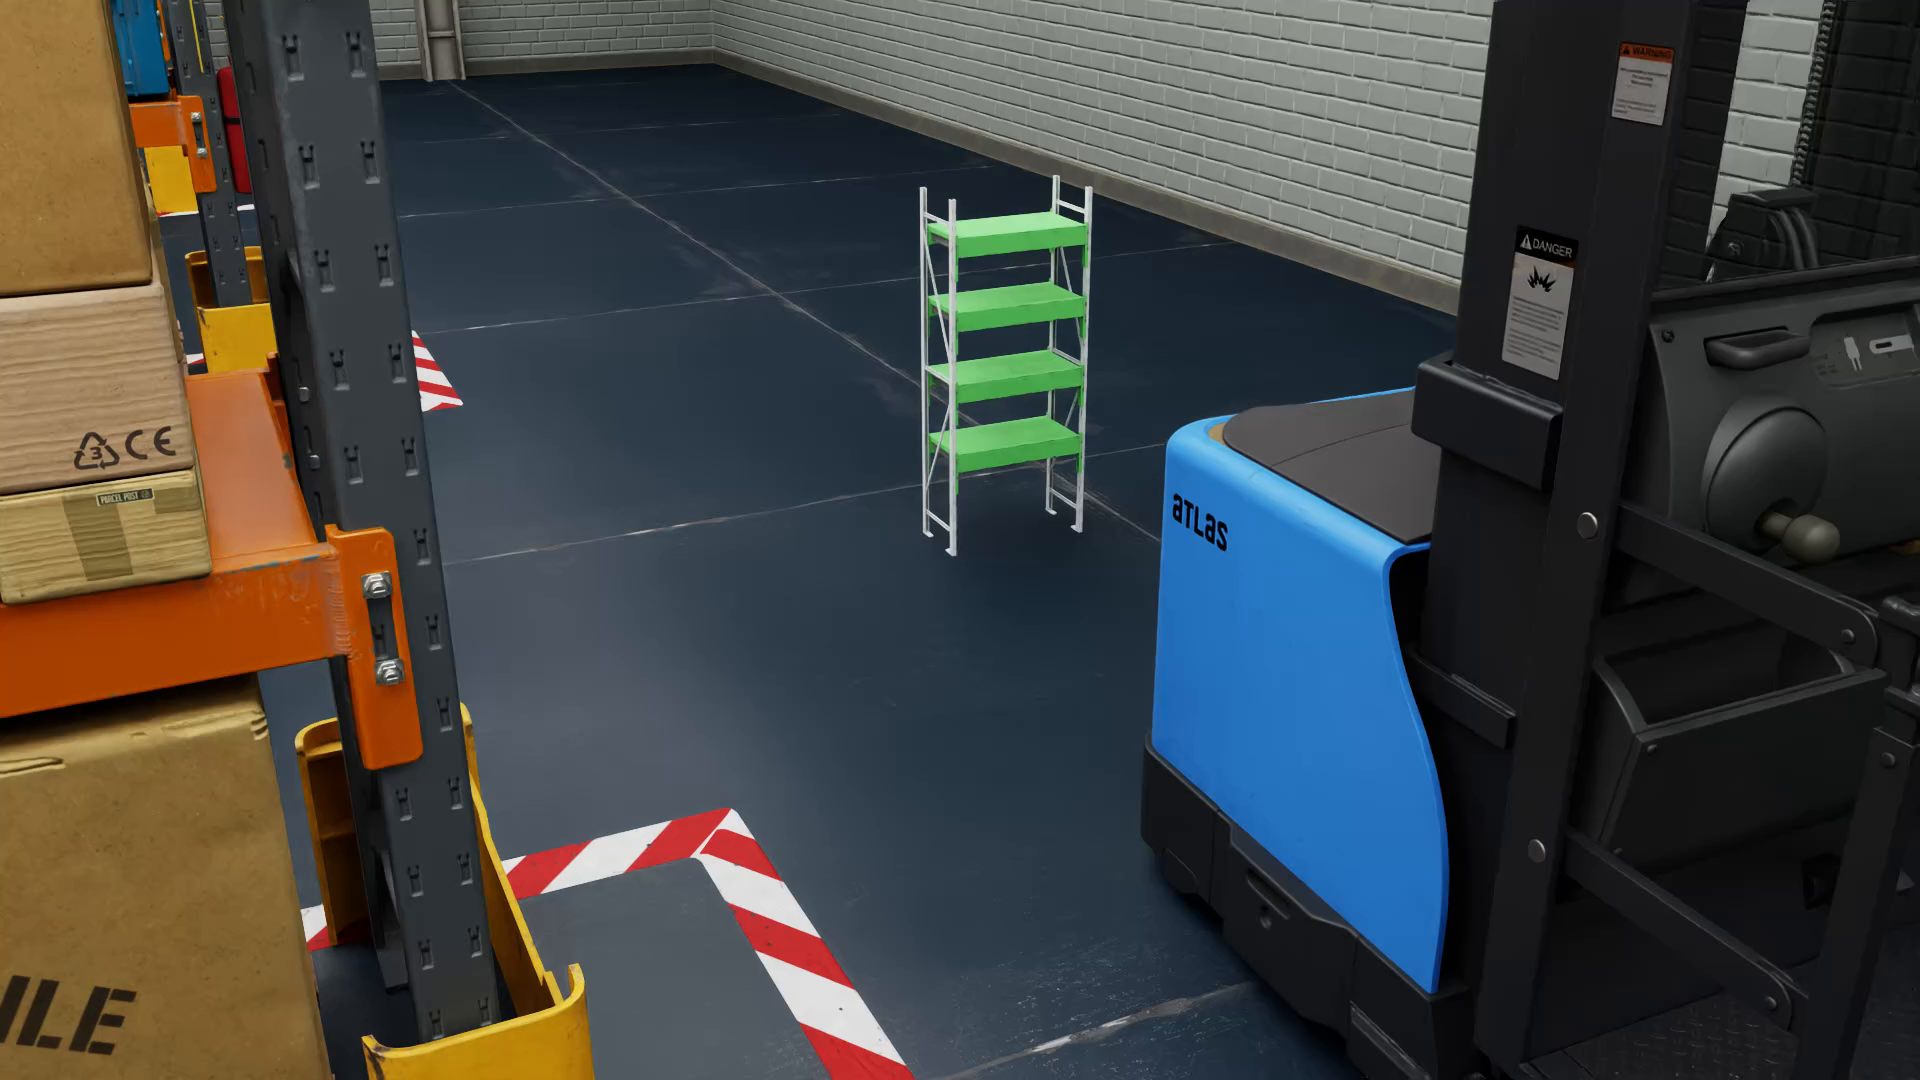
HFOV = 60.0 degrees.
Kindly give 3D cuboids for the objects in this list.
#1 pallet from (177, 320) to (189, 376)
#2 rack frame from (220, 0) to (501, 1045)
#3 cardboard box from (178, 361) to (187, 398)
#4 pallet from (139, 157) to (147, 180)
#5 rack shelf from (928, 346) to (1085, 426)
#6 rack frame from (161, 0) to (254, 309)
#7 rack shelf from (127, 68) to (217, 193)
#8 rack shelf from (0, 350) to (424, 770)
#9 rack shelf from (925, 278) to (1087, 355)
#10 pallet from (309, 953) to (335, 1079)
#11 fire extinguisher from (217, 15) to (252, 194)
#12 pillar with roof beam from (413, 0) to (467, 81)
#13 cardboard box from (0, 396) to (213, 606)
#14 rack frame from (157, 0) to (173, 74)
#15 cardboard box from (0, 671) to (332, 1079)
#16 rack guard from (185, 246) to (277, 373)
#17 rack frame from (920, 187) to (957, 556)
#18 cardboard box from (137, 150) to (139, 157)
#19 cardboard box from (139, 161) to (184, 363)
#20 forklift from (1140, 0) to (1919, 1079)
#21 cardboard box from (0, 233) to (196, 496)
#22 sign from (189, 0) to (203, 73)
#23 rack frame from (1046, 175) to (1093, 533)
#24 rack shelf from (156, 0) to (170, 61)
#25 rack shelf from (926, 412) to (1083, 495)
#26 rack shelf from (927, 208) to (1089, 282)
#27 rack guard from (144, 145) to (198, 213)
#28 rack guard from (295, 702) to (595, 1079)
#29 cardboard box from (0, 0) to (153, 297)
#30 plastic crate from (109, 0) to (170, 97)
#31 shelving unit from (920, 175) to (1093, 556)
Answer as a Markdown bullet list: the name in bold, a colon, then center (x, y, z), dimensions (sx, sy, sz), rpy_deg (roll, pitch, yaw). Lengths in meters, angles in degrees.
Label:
- **pallet**: center (-3.924, -0.650, 7.044), dimensions (1.213, 0.211, 1.003), rpy_deg (-10, 25, -24)
- **rack frame**: center (-1.016, -0.355, 2.685), dimensions (0.127, 3.000, 1.000), rpy_deg (-10, 25, -24)
- **cardboard box**: center (-1.479, -0.293, 2.865), dimensions (0.250, 0.149, 0.380), rpy_deg (-10, 25, -23)
- **pallet**: center (-6.096, -2.336, 11.117), dimensions (1.213, 0.211, 1.003), rpy_deg (-10, 25, -24)
- **rack shelf**: center (0.149, -0.523, 5.611), dimensions (0.480, 0.148, 0.258), rpy_deg (-10, 25, -24)
- **rack frame**: center (-3.165, -2.062, 6.808), dimensions (0.127, 3.000, 1.000), rpy_deg (-10, 25, -24)
- **rack shelf**: center (-4.967, -1.397, 6.145), dimensions (4.000, 0.370, 1.077), rpy_deg (-10, 25, -24)
- **rack shelf**: center (-2.819, 0.309, 2.021), dimensions (4.000, 0.370, 1.077), rpy_deg (-10, 25, -24)
- **rack shelf**: center (0.149, -0.745, 5.519), dimensions (0.480, 0.148, 0.258), rpy_deg (-10, 25, -24)
- **pallet**: center (-1.703, 1.093, 2.833), dimensions (1.213, 0.211, 1.003), rpy_deg (-10, 25, -24)
- **fire extinguisher**: center (-2.832, -1.722, 6.577), dimensions (0.183, 0.674, 0.296), rpy_deg (-10, 25, -24)
- **pillar with roof beam**: center (-3.536, -7.510, 12.127), dimensions (0.400, 9.000, 9.100), rpy_deg (-10, 25, -24)
- **cardboard box**: center (-1.194, -0.066, 2.316), dimensions (0.250, 0.149, 0.380), rpy_deg (-10, 24, -23)
- **rack frame**: center (-5.309, -3.769, 10.934), dimensions (0.127, 3.000, 1.000), rpy_deg (-10, 25, -24)
- **cardboard box**: center (-1.558, 0.567, 2.688), dimensions (0.875, 0.875, 0.875), rpy_deg (-10, 25, -24)
- **rack guard**: center (-3.149, -0.915, 7.307), dimensions (0.348, 0.500, 1.175), rpy_deg (-10, 25, -24)
- **rack frame**: center (-0.071, -0.541, 5.489), dimensions (0.015, 1.200, 0.240), rpy_deg (-10, 25, -24)
- **cardboard box**: center (-5.836, -2.704, 11.513), dimensions (0.250, 0.149, 0.380), rpy_deg (-10, 25, -24)
- **cardboard box**: center (-1.566, -0.436, 2.689), dimensions (0.500, 0.250, 0.500), rpy_deg (-11, 25, -25)
- **forklift**: center (1.493, -0.177, 2.344), dimensions (1.130, 2.935, 3.031), rpy_deg (-10, 24, -23)
- **cardboard box**: center (-1.338, -0.251, 2.242), dimensions (0.500, 0.250, 0.500), rpy_deg (-11, 25, -24)
- **sign**: center (-2.911, -1.950, 6.326), dimensions (0.005, 0.325, 0.100), rpy_deg (-10, 25, -24)
- **rack frame**: center (0.369, -0.622, 5.685), dimensions (0.015, 1.200, 0.240), rpy_deg (-10, 25, -24)
- **rack shelf**: center (-7.112, -3.105, 10.270), dimensions (4.000, 0.370, 1.077), rpy_deg (-10, 25, -24)
- **rack shelf**: center (0.149, -0.301, 5.703), dimensions (0.480, 0.148, 0.258), rpy_deg (-10, 25, -24)
- **rack shelf**: center (0.149, -0.966, 5.428), dimensions (0.480, 0.148, 0.258), rpy_deg (-10, 25, -24)
- **rack guard**: center (-5.378, -2.602, 11.382), dimensions (0.348, 0.500, 1.175), rpy_deg (-10, 25, -24)
- **rack guard**: center (-0.995, 0.796, 3.173), dimensions (0.348, 0.500, 1.175), rpy_deg (-10, 25, -24)
- **cardboard box**: center (-1.341, -0.598, 2.099), dimensions (0.500, 0.500, 0.500), rpy_deg (-10, 25, -23)
- **plastic crate**: center (-3.385, -1.986, 6.501), dimensions (0.499, 0.435, 0.616), rpy_deg (-10, 25, -24)
- **shelving unit**: center (0.149, -0.582, 5.587), dimensions (0.503, 1.200, 0.258), rpy_deg (-10, 25, -24)
